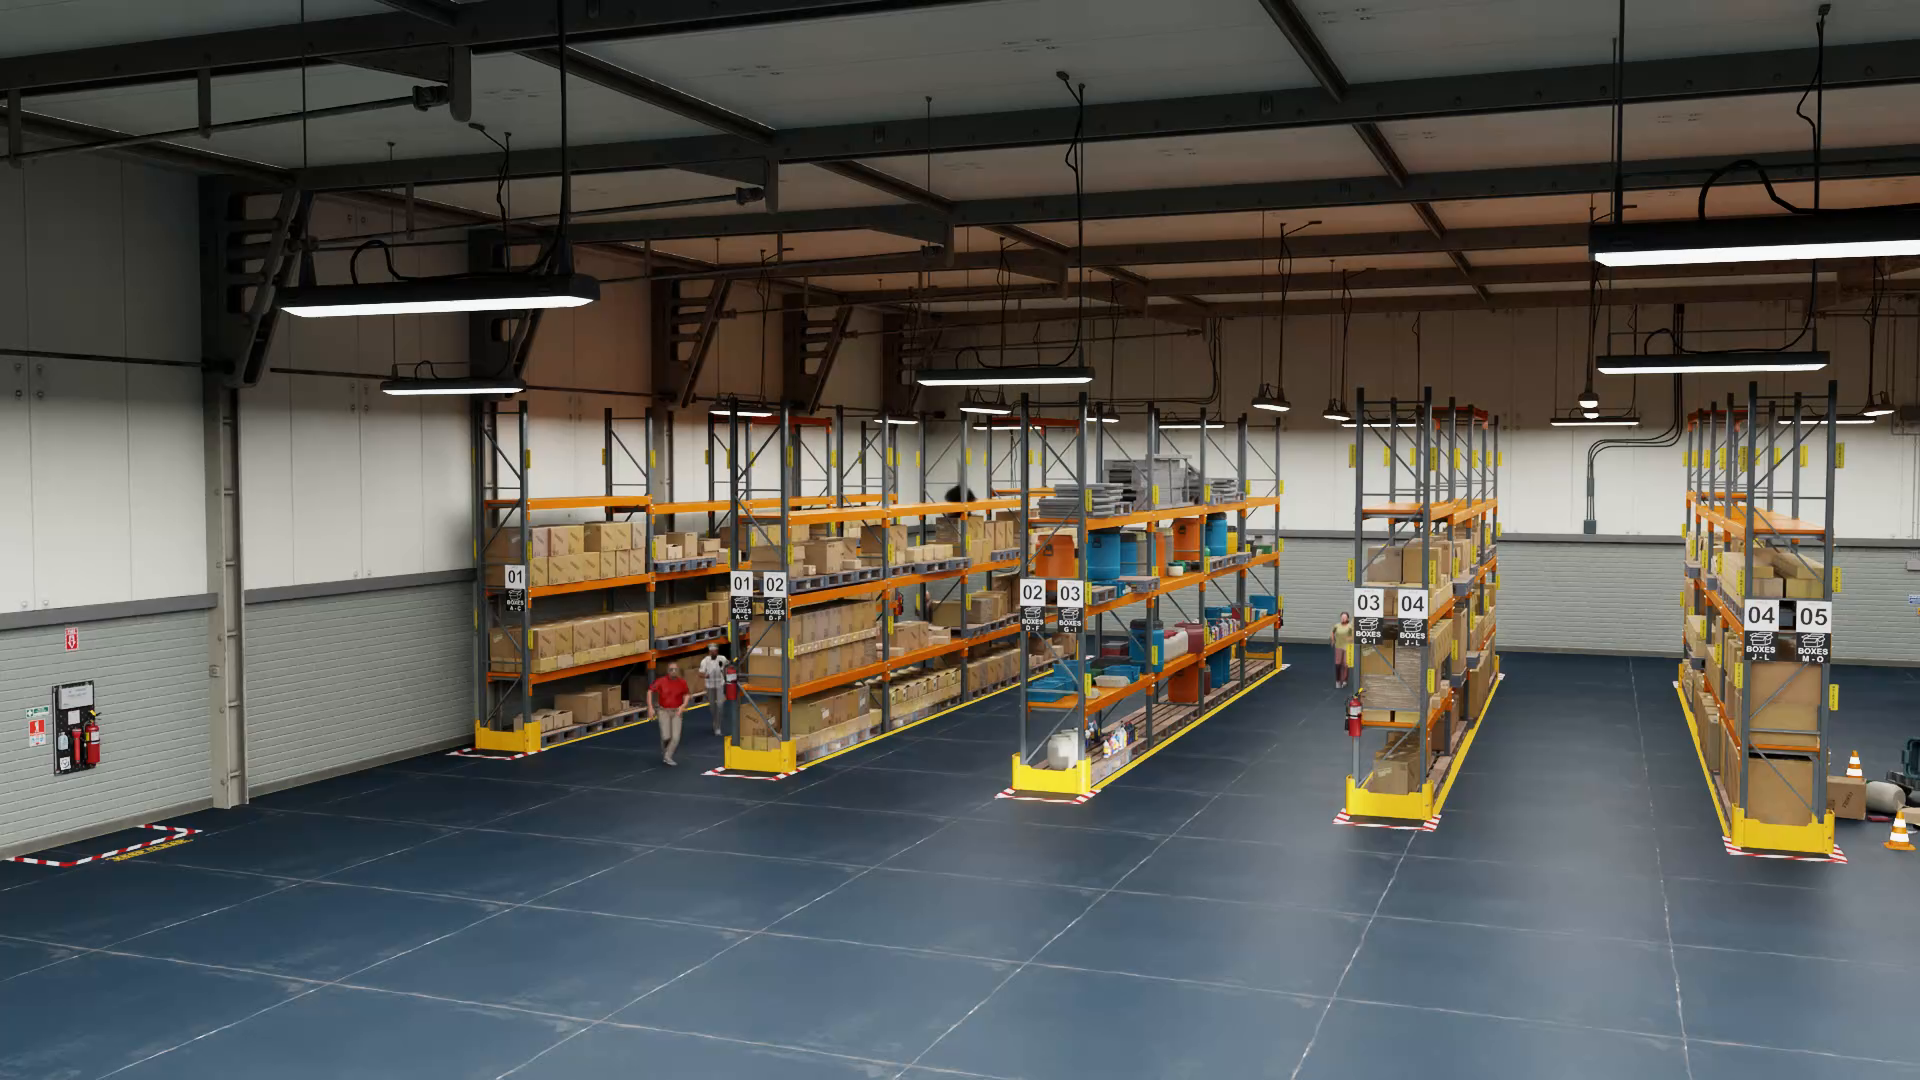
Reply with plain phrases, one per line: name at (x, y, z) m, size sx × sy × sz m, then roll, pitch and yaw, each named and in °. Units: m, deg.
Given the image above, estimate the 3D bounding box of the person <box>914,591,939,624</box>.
person at (-0.805, 2.121, 41.654) m, size 0.681 × 1.704 × 0.796 m, roll 1°, pitch 3°, yaw 14°

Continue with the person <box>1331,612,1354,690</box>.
person at (8.348, 2.405, 36.222) m, size 0.530 × 1.687 × 0.673 m, roll 1°, pitch 3°, yaw 13°

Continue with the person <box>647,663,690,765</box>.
person at (-4.765, 2.848, 27.249) m, size 0.721 × 1.677 × 0.548 m, roll -1°, pitch 3°, yaw -23°

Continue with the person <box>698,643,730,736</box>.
person at (-4.467, 2.691, 30.408) m, size 0.589 × 1.678 × 0.963 m, roll 0°, pitch 3°, yaw -2°
